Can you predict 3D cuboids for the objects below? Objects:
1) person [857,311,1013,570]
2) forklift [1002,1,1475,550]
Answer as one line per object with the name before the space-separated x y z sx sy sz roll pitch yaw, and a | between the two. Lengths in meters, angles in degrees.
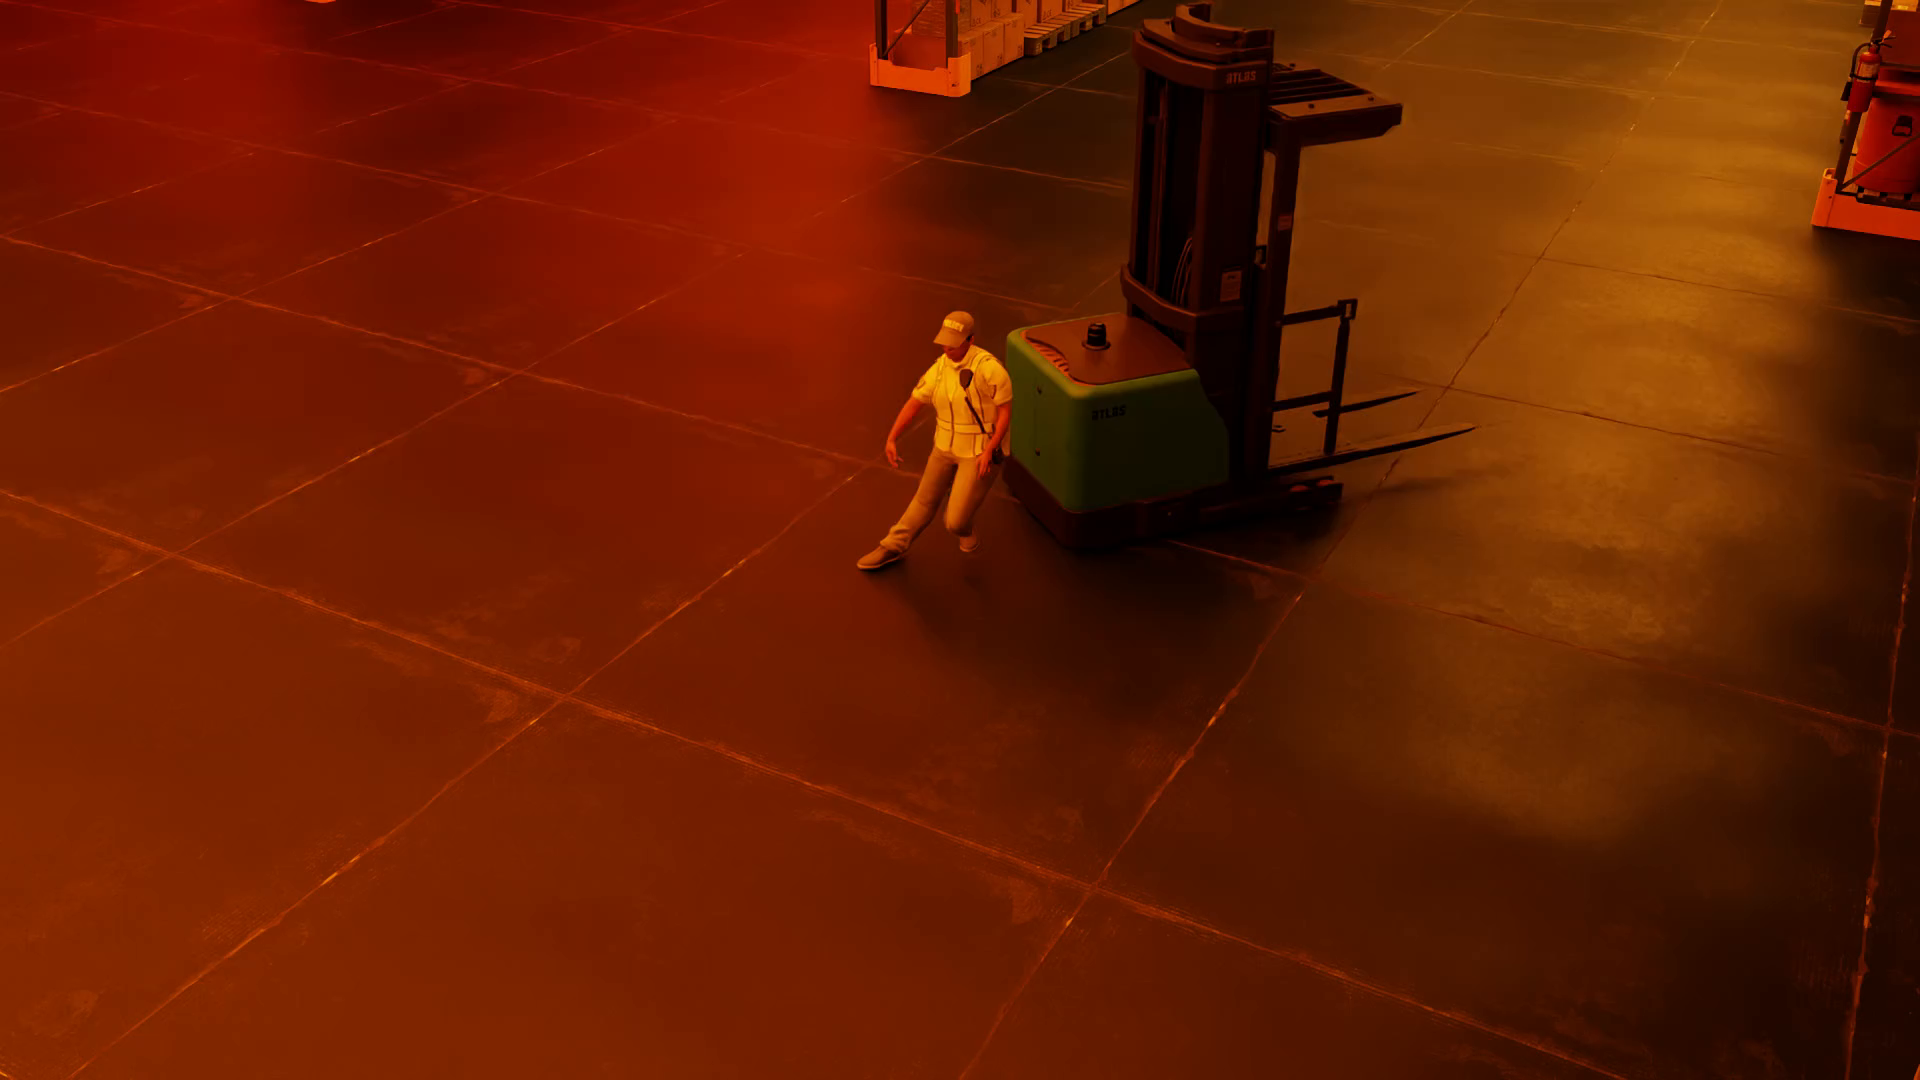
person | -0.135 -0.502 9.294 0.709 1.552 0.685 24 37 35
forklift | 1.833 -1.675 9.973 3.031 2.935 1.130 -12 32 -19
